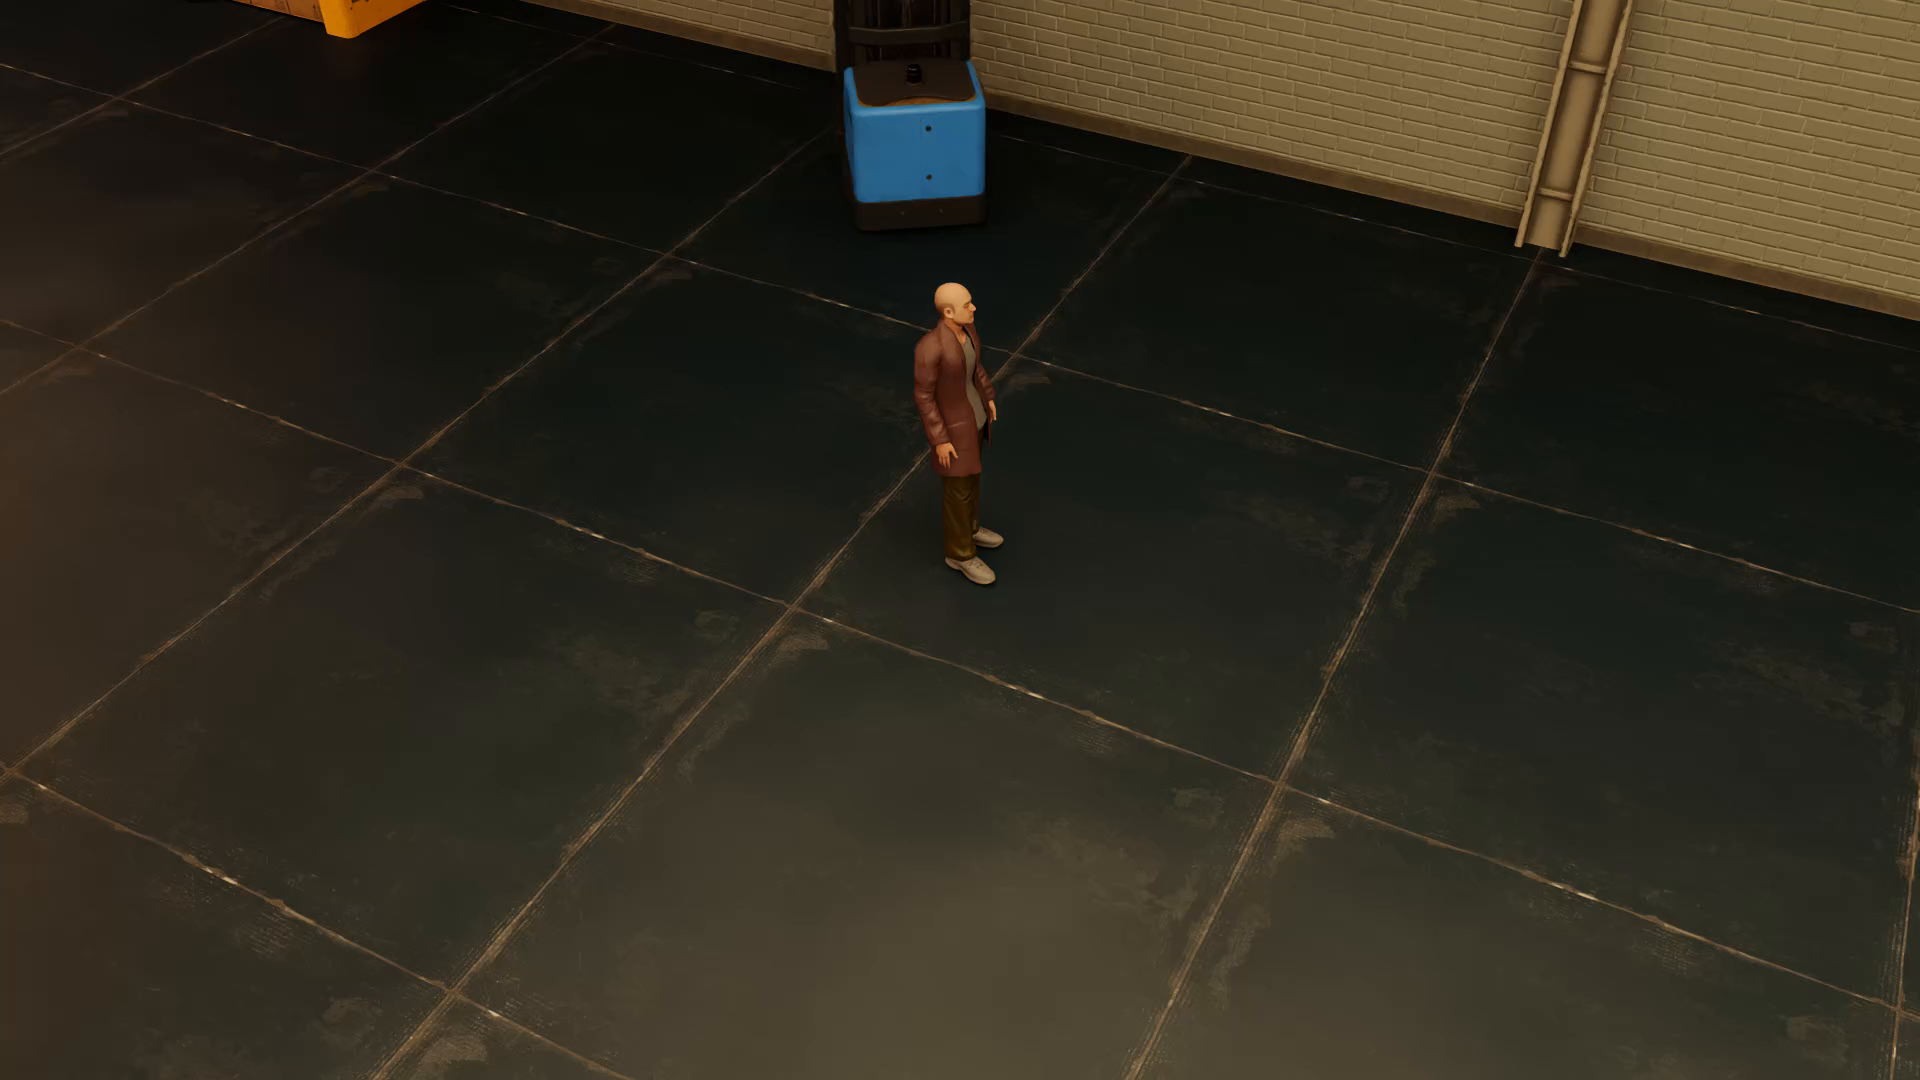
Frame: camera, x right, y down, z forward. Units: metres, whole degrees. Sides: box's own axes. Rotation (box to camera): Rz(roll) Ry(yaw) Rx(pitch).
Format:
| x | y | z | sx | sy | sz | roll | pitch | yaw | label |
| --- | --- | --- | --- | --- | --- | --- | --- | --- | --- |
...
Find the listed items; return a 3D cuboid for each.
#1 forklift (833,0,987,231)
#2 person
| x | y | z | sx | sy | sz | roll | pitch | yaw | label |
| --- | --- | --- | --- | --- | --- | --- | --- | --- | --- |
| -0.495 | -4.490 | 13.318 | 1.130 | 2.935 | 3.031 | -5 | 40 | -6 | forklift |
| 0.078 | -0.656 | 9.649 | 0.582 | 1.776 | 0.696 | 18 | 43 | 21 | person |
